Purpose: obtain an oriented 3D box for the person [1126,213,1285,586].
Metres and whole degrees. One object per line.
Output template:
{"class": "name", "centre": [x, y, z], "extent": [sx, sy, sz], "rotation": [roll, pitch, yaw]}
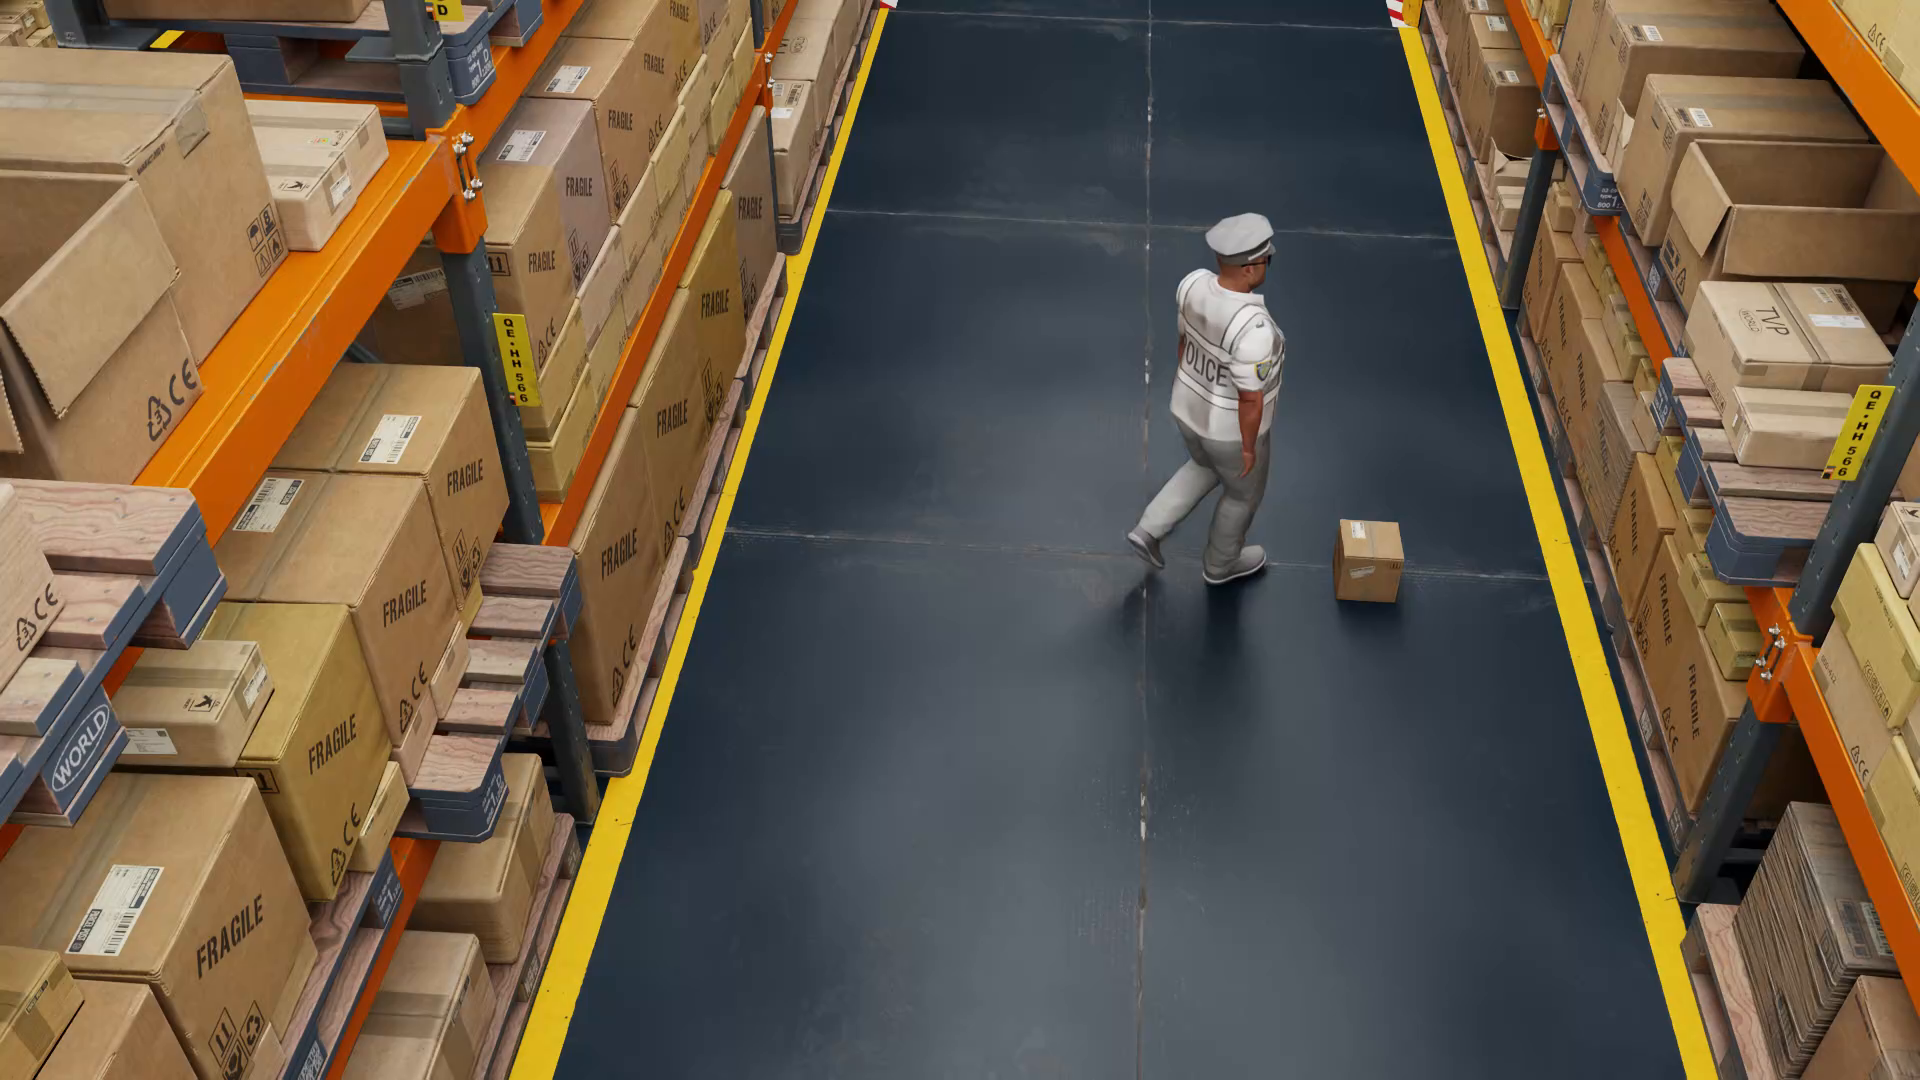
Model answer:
{"class": "person", "centre": [1.062, -0.514, 6.726], "extent": [0.623, 1.745, 0.534], "rotation": [-21, 44, -23]}
